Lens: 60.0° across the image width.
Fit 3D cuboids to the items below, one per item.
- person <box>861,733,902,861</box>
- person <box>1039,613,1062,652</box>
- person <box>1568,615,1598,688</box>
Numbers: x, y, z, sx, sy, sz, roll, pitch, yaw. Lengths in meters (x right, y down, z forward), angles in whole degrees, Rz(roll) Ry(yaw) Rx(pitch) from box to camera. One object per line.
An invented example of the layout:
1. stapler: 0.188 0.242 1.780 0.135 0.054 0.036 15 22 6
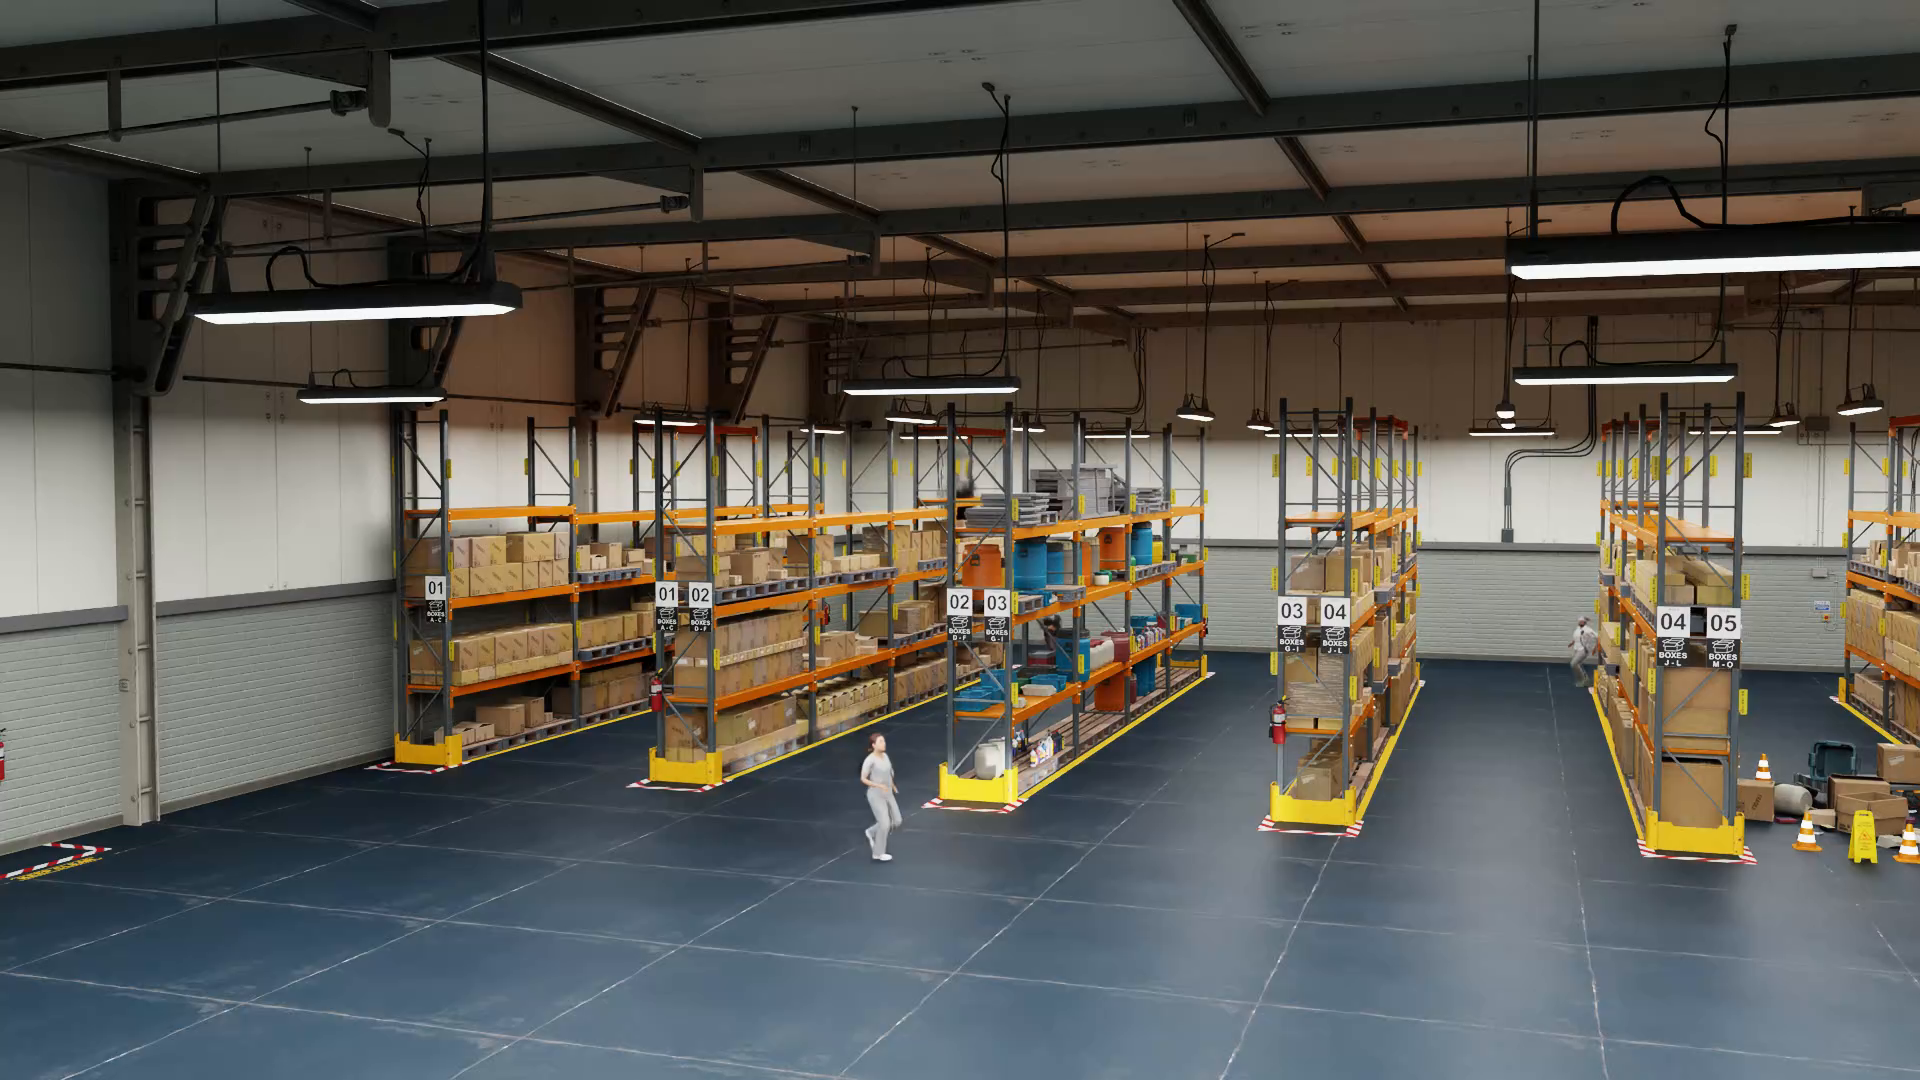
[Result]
1. person: -1.028 3.273 21.259 0.584 1.620 0.561 2 3 39
2. person: 2.261 2.384 40.937 0.656 1.712 0.871 0 2 -10
3. person: 14.228 2.551 38.003 0.648 1.689 0.633 -1 3 -16
